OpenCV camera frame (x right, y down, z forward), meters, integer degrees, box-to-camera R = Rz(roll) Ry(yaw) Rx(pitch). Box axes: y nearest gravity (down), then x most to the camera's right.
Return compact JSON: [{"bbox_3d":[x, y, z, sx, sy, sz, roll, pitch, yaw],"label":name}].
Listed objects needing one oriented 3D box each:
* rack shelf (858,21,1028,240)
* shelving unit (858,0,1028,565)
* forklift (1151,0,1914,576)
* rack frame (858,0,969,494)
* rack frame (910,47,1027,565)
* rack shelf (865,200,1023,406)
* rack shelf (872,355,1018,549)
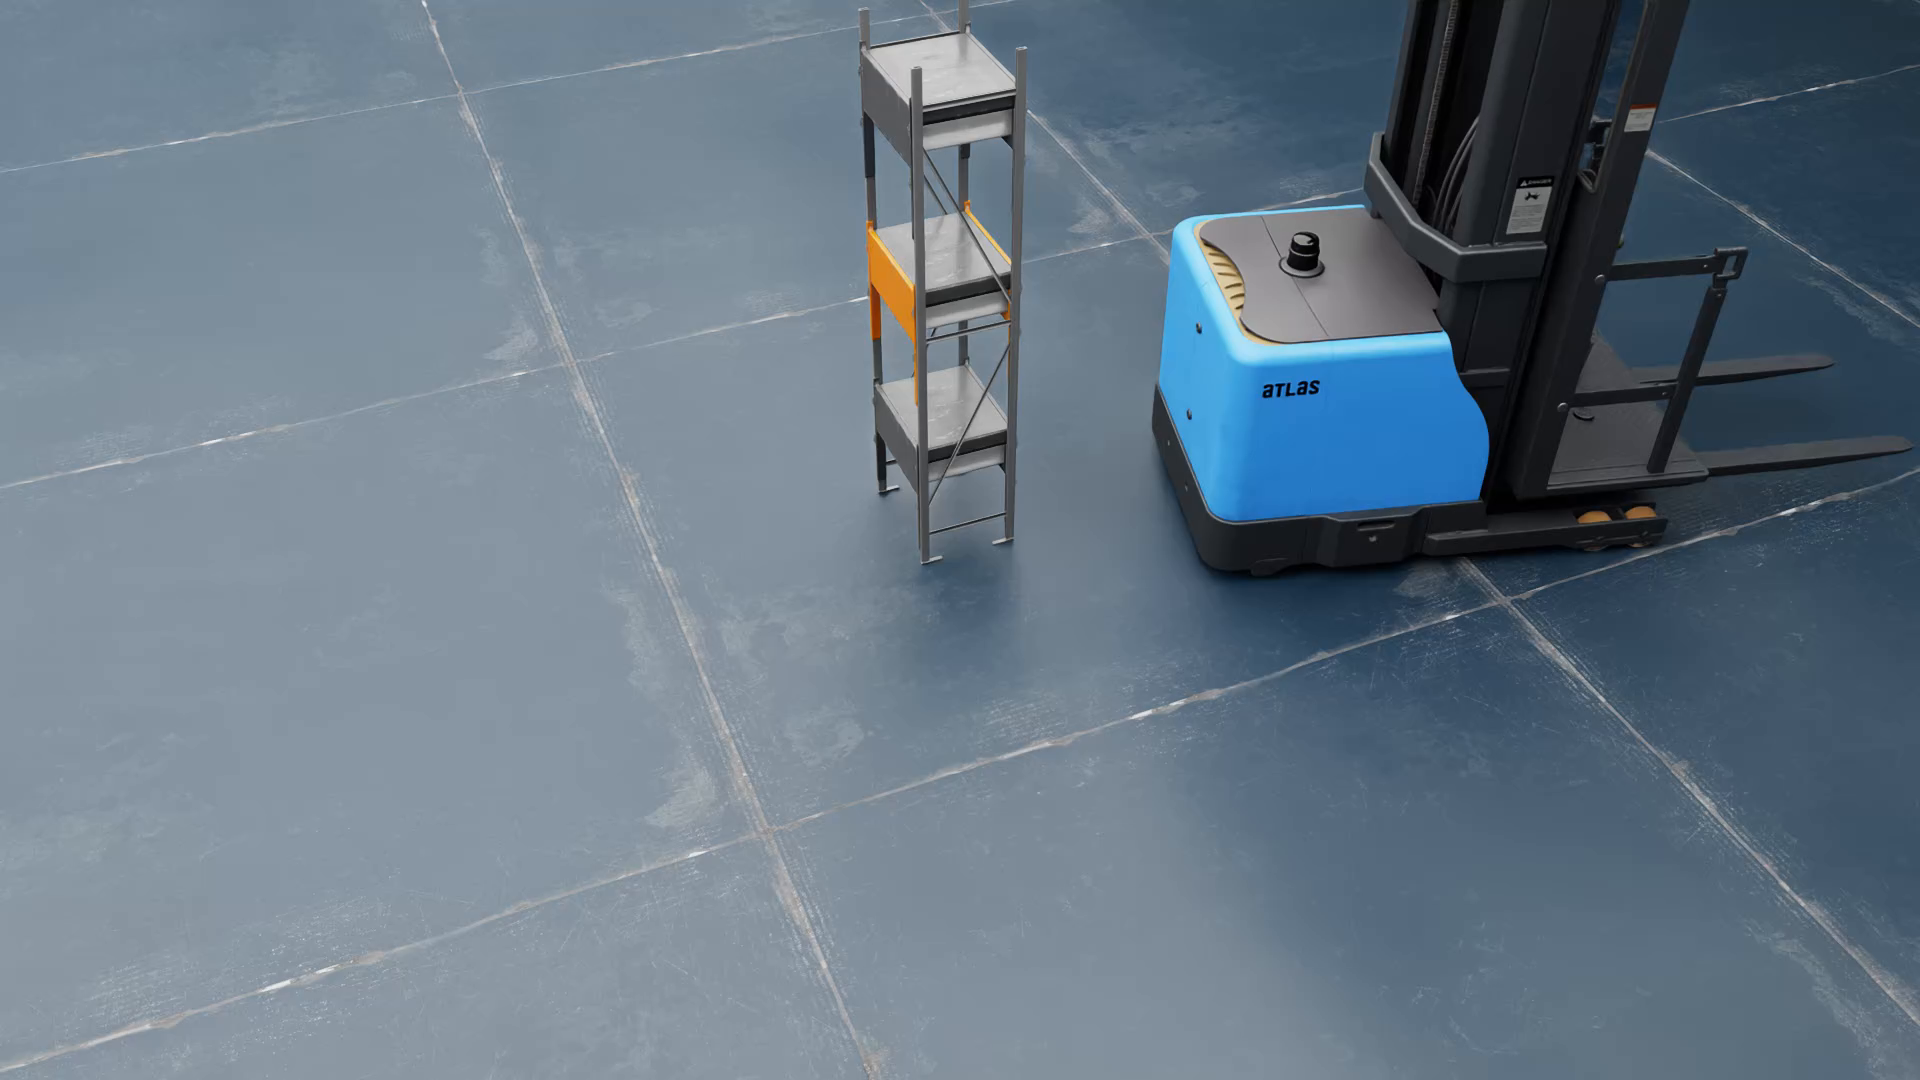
[{"bbox_3d":[-0.063,-1.416,5.734,0.431,0.518,0.480,-15,43,-17],"label":"rack shelf"},{"bbox_3d":[-0.063,-0.896,6.181,0.431,2.100,0.503,-15,43,-17],"label":"shelving unit"},{"bbox_3d":[2.389,-1.403,6.134,3.031,2.935,1.130,-5,41,-6],"label":"forklift"},{"bbox_3d":[-0.157,-1.043,6.352,0.400,2.100,0.015,-15,43,-17],"label":"rack frame"},{"bbox_3d":[0.030,-0.749,6.010,0.400,2.100,0.015,-15,43,-17],"label":"rack frame"},{"bbox_3d":[-0.063,-0.885,6.190,0.431,0.518,0.480,-15,43,-17],"label":"rack shelf"},{"bbox_3d":[-0.063,-0.355,6.647,0.431,0.518,0.480,-15,43,-17],"label":"rack shelf"}]
